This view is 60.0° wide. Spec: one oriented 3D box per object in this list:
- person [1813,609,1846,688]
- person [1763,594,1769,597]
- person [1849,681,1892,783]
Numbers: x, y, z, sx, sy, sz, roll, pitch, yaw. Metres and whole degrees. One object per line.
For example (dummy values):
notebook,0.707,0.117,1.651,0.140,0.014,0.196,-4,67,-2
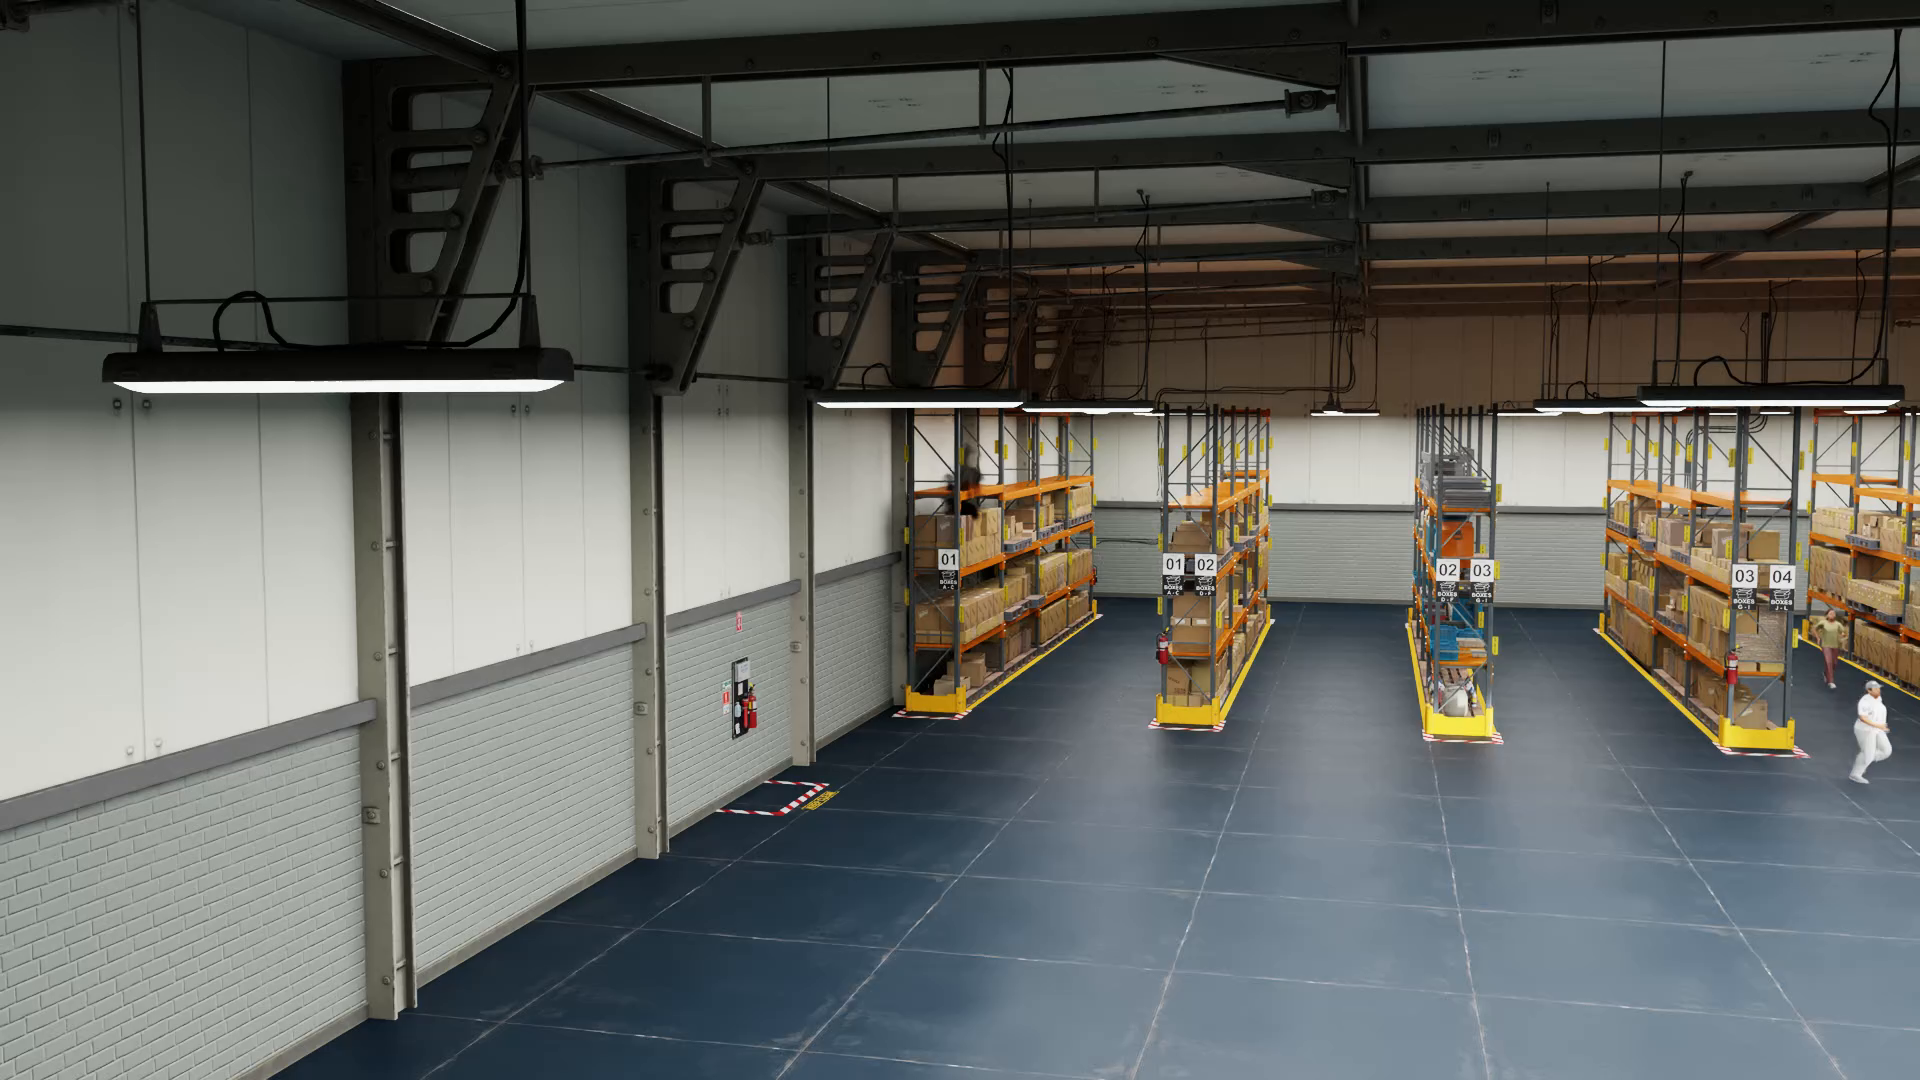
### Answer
person,18.554,2.285,35.461,0.577,1.648,0.969,1,4,9
person,20.251,1.881,41.401,0.675,1.804,0.752,1,4,20
person,14.360,3.017,26.146,0.633,1.629,0.612,-3,5,-31
